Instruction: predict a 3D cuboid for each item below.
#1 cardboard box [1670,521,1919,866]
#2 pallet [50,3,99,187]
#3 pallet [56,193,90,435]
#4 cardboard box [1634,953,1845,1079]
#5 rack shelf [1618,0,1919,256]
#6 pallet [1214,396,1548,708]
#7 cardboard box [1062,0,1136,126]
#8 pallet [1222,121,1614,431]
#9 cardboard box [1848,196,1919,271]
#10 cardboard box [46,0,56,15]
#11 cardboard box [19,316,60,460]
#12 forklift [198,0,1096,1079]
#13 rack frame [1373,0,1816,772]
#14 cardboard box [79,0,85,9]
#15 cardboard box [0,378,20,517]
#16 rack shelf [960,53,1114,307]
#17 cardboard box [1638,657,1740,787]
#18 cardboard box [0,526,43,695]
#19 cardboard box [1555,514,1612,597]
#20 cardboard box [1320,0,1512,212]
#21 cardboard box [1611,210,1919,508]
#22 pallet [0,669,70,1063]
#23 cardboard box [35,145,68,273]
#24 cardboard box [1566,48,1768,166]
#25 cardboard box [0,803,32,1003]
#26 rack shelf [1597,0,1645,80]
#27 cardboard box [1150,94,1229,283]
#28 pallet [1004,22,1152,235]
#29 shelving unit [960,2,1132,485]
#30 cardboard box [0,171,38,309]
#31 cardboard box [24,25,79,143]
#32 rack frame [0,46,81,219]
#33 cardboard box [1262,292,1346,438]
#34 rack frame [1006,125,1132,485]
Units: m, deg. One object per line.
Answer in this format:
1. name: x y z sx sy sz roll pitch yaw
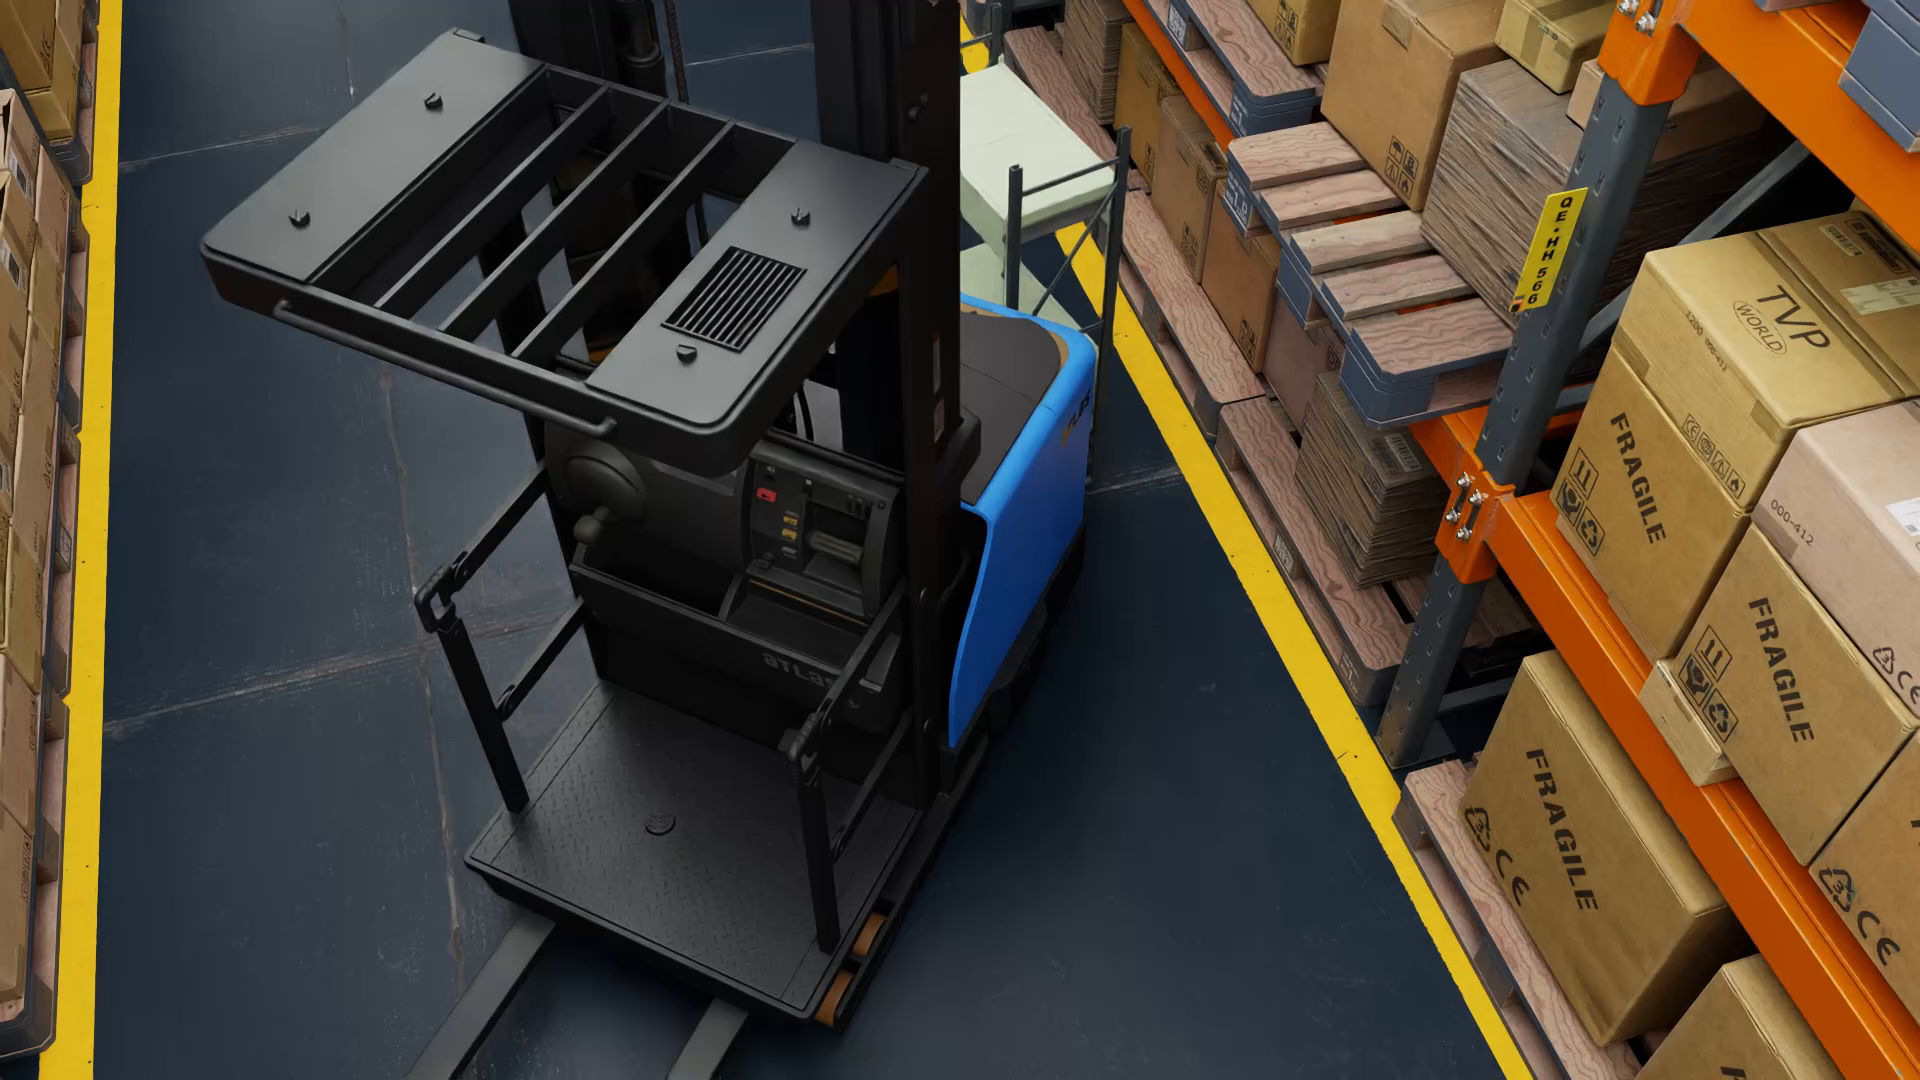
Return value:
1. cardboard box: 1.839 0.255 3.300 0.500 0.500 0.500 -12 51 -10
2. pallet: -4.315 -1.898 7.212 1.003 0.211 1.213 -13 51 -11
3. pallet: -3.865 -0.778 6.268 1.003 0.211 1.213 -13 51 -11
4. cardboard box: 2.139 1.358 3.775 0.750 0.750 0.750 -14 51 -11
5. rack shelf: 2.385 0.318 2.028 1.077 0.370 4.000 -13 51 -11
6. pallet: 1.564 -0.080 5.679 1.003 0.211 1.213 -13 51 -11
7. cardboard box: 0.844 -2.131 6.932 0.700 0.500 0.500 -12 51 -10
8. pallet: 1.481 -0.842 4.623 1.213 0.211 1.003 -13 51 -11
9. cardboard box: 2.175 -0.511 3.455 0.500 0.250 0.500 -12 51 -10
10. cardboard box: -4.114 -2.470 6.904 0.500 0.500 0.500 -13 51 -11
11. cardboard box: -3.421 -0.475 5.712 0.500 0.250 0.500 -12 51 -10
12. forklift: -0.675 0.008 3.826 1.130 2.935 3.031 20 53 16
13. rack frame: 1.794 -0.407 4.132 1.000 3.000 0.127 -13 51 -11
14. cardboard box: -4.254 -2.595 7.500 0.500 0.250 0.500 -13 51 -11
15. cardboard box: -3.276 -0.294 5.193 0.500 0.311 0.500 -14 51 -11
16. rack shelf: 0.135 -1.127 5.209 0.431 0.370 0.720 -24 54 -19
17. cardboard box: 1.734 0.359 3.637 0.380 0.149 0.250 -12 51 -10
18. cardboard box: -3.121 0.272 5.083 0.500 0.250 0.500 -15 51 -12
19. cardboard box: 1.670 -0.040 3.973 0.380 0.149 0.250 -14 51 -12
20. cardboard box: 1.454 -1.325 4.552 0.700 0.500 0.500 -18 52 -14
21. cardboard box: 1.690 -0.373 3.339 0.500 0.250 0.500 -12 51 -10
22. pallet: -3.144 1.004 4.766 1.003 0.211 1.213 -13 51 -11
23. cardboard box: -3.721 -1.218 6.339 0.500 0.250 0.500 -14 51 -11
24. cardboard box: 1.663 -1.036 3.884 0.380 0.149 0.250 -19 53 -16
25. cardboard box: -2.812 1.017 4.454 0.500 0.250 0.500 -13 51 -11
26. rack shelf: 1.202 -2.603 4.491 1.077 0.370 4.000 -13 51 -11
27. cardboard box: 1.157 -1.383 6.301 0.700 0.500 0.500 -13 51 -11
28. pallet: 0.842 -1.862 7.182 1.003 0.211 1.213 -13 51 -11
29. shelving unit: 0.135 -0.876 5.507 0.431 1.500 0.755 -24 54 -19
30. cardboard box: -3.567 -1.026 5.810 0.500 0.311 0.500 -12 51 -10
31. cardboard box: -3.968 -1.862 6.882 0.500 0.250 0.500 -13 51 -11
32. rack frame: -4.120 -2.206 5.648 1.000 3.000 0.127 -13 51 -11
33. cardboard box: 1.490 -0.660 5.692 0.700 0.500 0.500 -13 51 -11
34. rack frame: 0.317 -0.633 5.303 0.400 1.500 0.023 -24 54 -19
